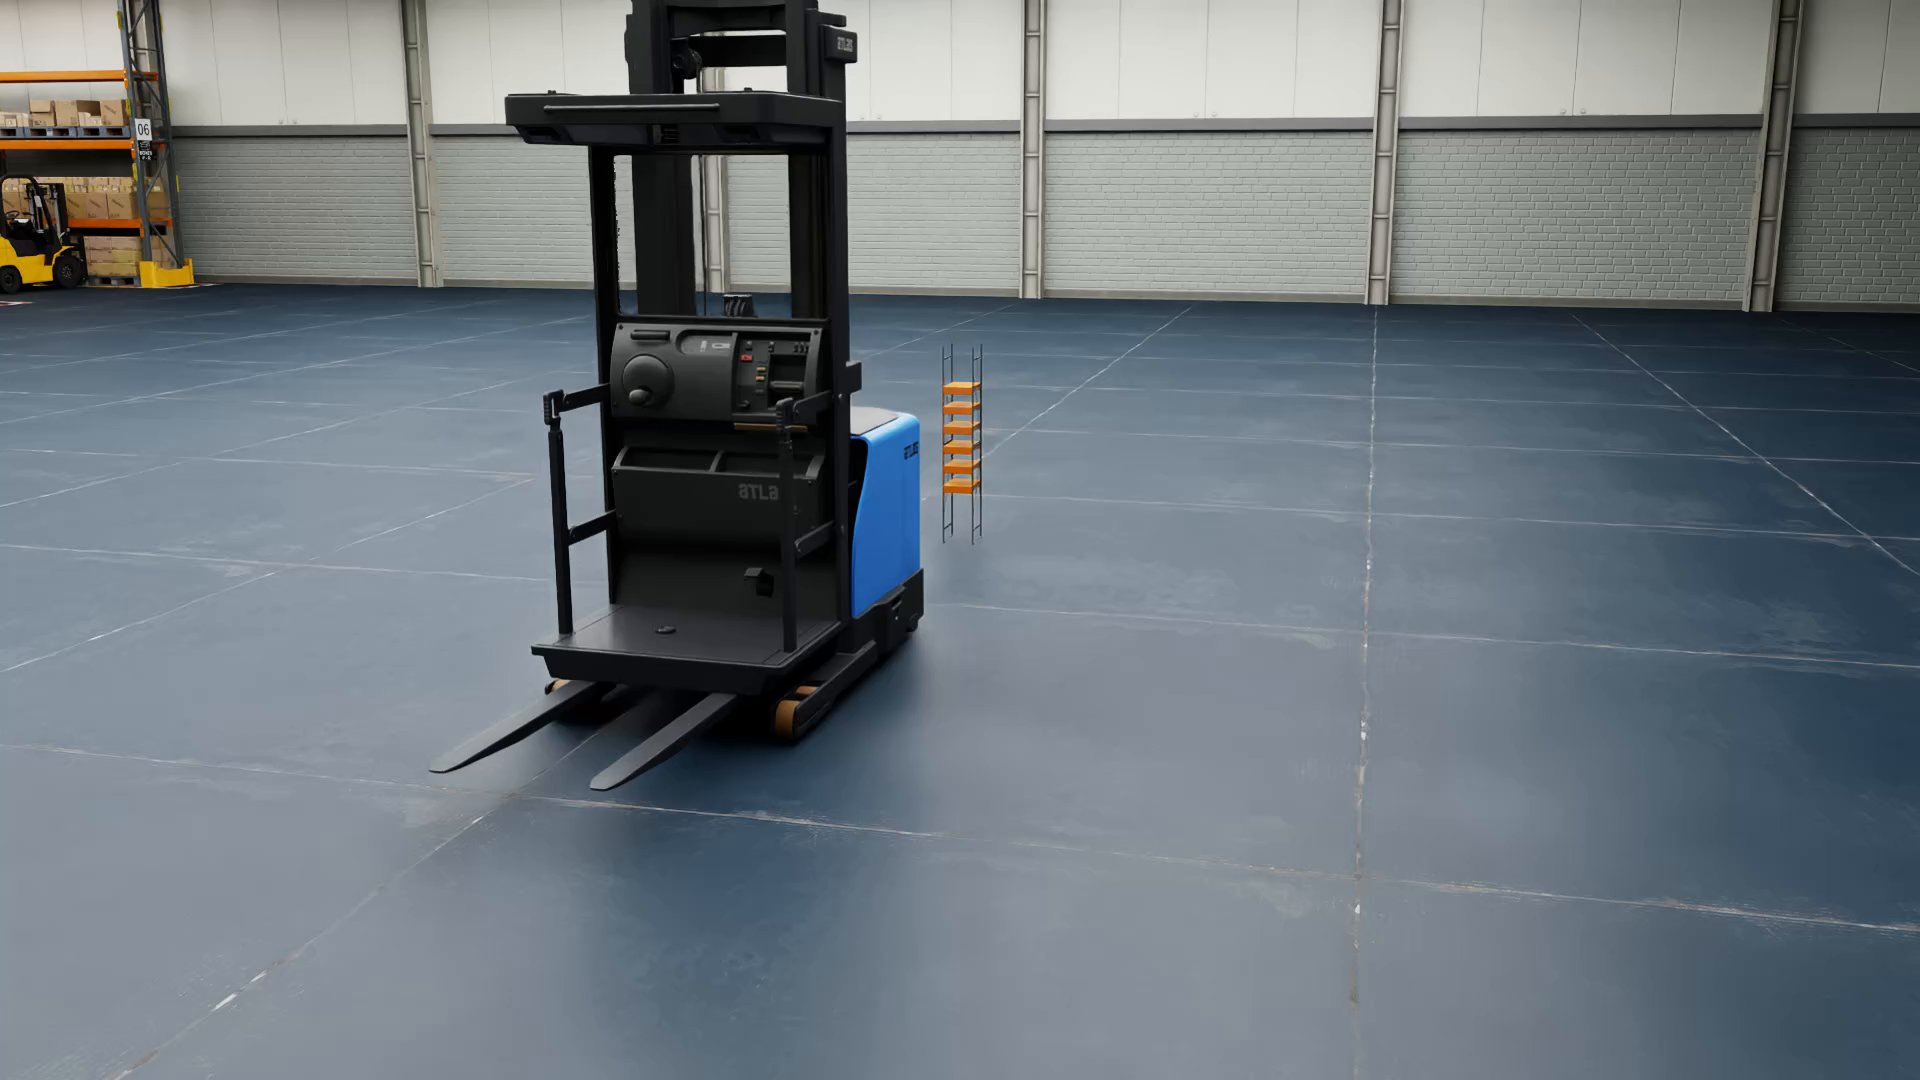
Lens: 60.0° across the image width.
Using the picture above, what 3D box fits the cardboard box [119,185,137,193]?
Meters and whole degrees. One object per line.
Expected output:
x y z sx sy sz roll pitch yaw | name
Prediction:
-16.136 -6.839 32.405 0.250 0.149 0.380 3 13 14 | cardboard box

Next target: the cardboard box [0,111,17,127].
-18.867 -8.302 32.809 0.500 0.311 0.500 3 13 15 | cardboard box

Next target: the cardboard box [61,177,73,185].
-17.394 -7.045 32.645 0.250 0.149 0.380 3 13 15 | cardboard box

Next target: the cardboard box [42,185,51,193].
-17.873 -6.931 32.821 0.250 0.149 0.380 3 13 12 | cardboard box

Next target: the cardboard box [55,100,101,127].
-17.191 -8.327 32.485 0.500 0.500 0.700 3 13 14 | cardboard box

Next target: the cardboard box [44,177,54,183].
-17.862 -7.094 32.869 0.250 0.149 0.380 3 13 14 | cardboard box

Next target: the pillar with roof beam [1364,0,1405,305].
6.077 -7.518 23.344 0.400 9.000 9.100 3 13 14 | pillar with roof beam

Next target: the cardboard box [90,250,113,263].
-16.765 -5.609 32.814 0.500 0.250 0.500 3 13 13 | cardboard box

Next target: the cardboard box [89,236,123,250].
-16.752 -5.849 32.740 0.500 0.250 0.500 3 13 15 | cardboard box

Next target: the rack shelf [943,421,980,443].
0.014 -0.659 10.084 0.180 0.103 0.258 3 13 14 | rack shelf

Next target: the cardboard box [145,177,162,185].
-16.008 -7.087 32.838 0.250 0.149 0.380 3 13 12 | cardboard box

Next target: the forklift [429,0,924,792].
-1.076 -0.724 6.728 1.130 2.935 3.031 4 13 16 | forklift

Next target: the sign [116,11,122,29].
-15.877 -9.824 31.400 0.005 0.325 0.100 3 13 14 | sign

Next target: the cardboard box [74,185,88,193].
-17.137 -6.891 32.642 0.250 0.149 0.380 3 13 12 | cardboard box

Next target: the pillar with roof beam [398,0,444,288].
-11.399 -8.452 27.554 0.400 9.000 9.100 3 13 14 | pillar with roof beam

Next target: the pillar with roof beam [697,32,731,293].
-5.574 -8.141 26.151 0.400 9.000 9.100 3 13 14 | pillar with roof beam

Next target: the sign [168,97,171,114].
-15.594 -8.561 32.767 0.005 0.325 0.100 3 13 14 | sign

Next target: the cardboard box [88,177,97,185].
-16.862 -7.042 32.634 0.250 0.149 0.380 3 13 14 | cardboard box

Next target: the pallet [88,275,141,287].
-16.485 -5.184 33.112 1.213 0.211 1.003 3 13 14 | pallet

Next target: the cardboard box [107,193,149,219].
-16.273 -6.534 32.526 0.500 0.500 0.500 3 13 12 | cardboard box

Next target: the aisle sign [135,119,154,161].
-15.739 -7.718 32.095 0.004 0.787 0.394 3 13 14 | aisle sign

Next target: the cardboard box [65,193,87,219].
-17.273 -6.589 32.776 0.500 0.500 0.500 3 13 12 | cardboard box

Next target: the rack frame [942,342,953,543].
-0.075 -0.590 10.122 0.006 1.200 0.240 3 13 14 | rack frame

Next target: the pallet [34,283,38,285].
-18.854 -5.311 33.682 1.213 0.211 1.003 3 13 14 | pallet

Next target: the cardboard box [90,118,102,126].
-16.610 -8.089 32.222 0.250 0.149 0.380 3 13 12 | cardboard box

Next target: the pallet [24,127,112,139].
-17.601 -8.041 32.828 1.213 0.211 1.003 3 13 14 | pallet

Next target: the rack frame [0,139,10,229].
-19.616 -6.722 33.606 0.127 3.000 1.000 3 13 14 | rack frame

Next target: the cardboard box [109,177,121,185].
-16.378 -7.006 32.469 0.250 0.149 0.380 3 13 14 | cardboard box

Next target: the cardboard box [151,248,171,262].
-16.139 -5.689 33.176 0.500 0.250 0.500 3 13 15 | cardboard box

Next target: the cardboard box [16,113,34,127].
-18.248 -8.234 32.604 0.258 0.266 0.396 3 13 12 | cardboard box

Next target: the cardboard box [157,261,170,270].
-16.163 -5.444 33.223 0.500 0.250 0.500 3 13 14 | cardboard box

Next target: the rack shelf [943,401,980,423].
0.014 -0.776 10.058 0.180 0.103 0.258 3 13 14 | rack shelf

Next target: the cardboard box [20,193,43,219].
-18.246 -6.643 33.021 0.500 0.500 0.500 3 13 13 | cardboard box

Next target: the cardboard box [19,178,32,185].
-18.369 -7.105 32.918 0.250 0.149 0.380 3 13 13 | cardboard box

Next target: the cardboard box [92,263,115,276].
-16.745 -5.363 32.859 0.500 0.250 0.500 3 13 14 | cardboard box

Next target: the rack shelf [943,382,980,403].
0.014 -0.893 10.032 0.180 0.103 0.258 3 13 14 | rack shelf

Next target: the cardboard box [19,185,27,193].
-18.382 -6.952 32.917 0.250 0.149 0.380 3 13 13 | cardboard box

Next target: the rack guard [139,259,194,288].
-15.709 -5.293 32.936 0.348 0.500 1.175 3 13 14 | rack guard

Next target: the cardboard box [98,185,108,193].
-16.629 -6.872 32.555 0.250 0.149 0.380 3 13 15 | cardboard box

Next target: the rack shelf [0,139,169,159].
-17.674 -7.731 32.891 4.000 0.370 1.077 3 13 14 | rack shelf

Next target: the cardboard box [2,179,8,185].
-18.853 -7.148 33.110 0.250 0.149 0.380 3 13 12 | cardboard box

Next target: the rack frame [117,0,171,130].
-15.733 -9.443 32.021 0.127 3.000 1.000 3 13 14 | rack frame

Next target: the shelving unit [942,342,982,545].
0.014 -0.585 10.100 0.189 1.200 0.258 3 13 14 | shelving unit

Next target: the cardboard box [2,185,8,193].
-18.858 -6.995 33.108 0.250 0.149 0.380 3 13 13 | cardboard box
